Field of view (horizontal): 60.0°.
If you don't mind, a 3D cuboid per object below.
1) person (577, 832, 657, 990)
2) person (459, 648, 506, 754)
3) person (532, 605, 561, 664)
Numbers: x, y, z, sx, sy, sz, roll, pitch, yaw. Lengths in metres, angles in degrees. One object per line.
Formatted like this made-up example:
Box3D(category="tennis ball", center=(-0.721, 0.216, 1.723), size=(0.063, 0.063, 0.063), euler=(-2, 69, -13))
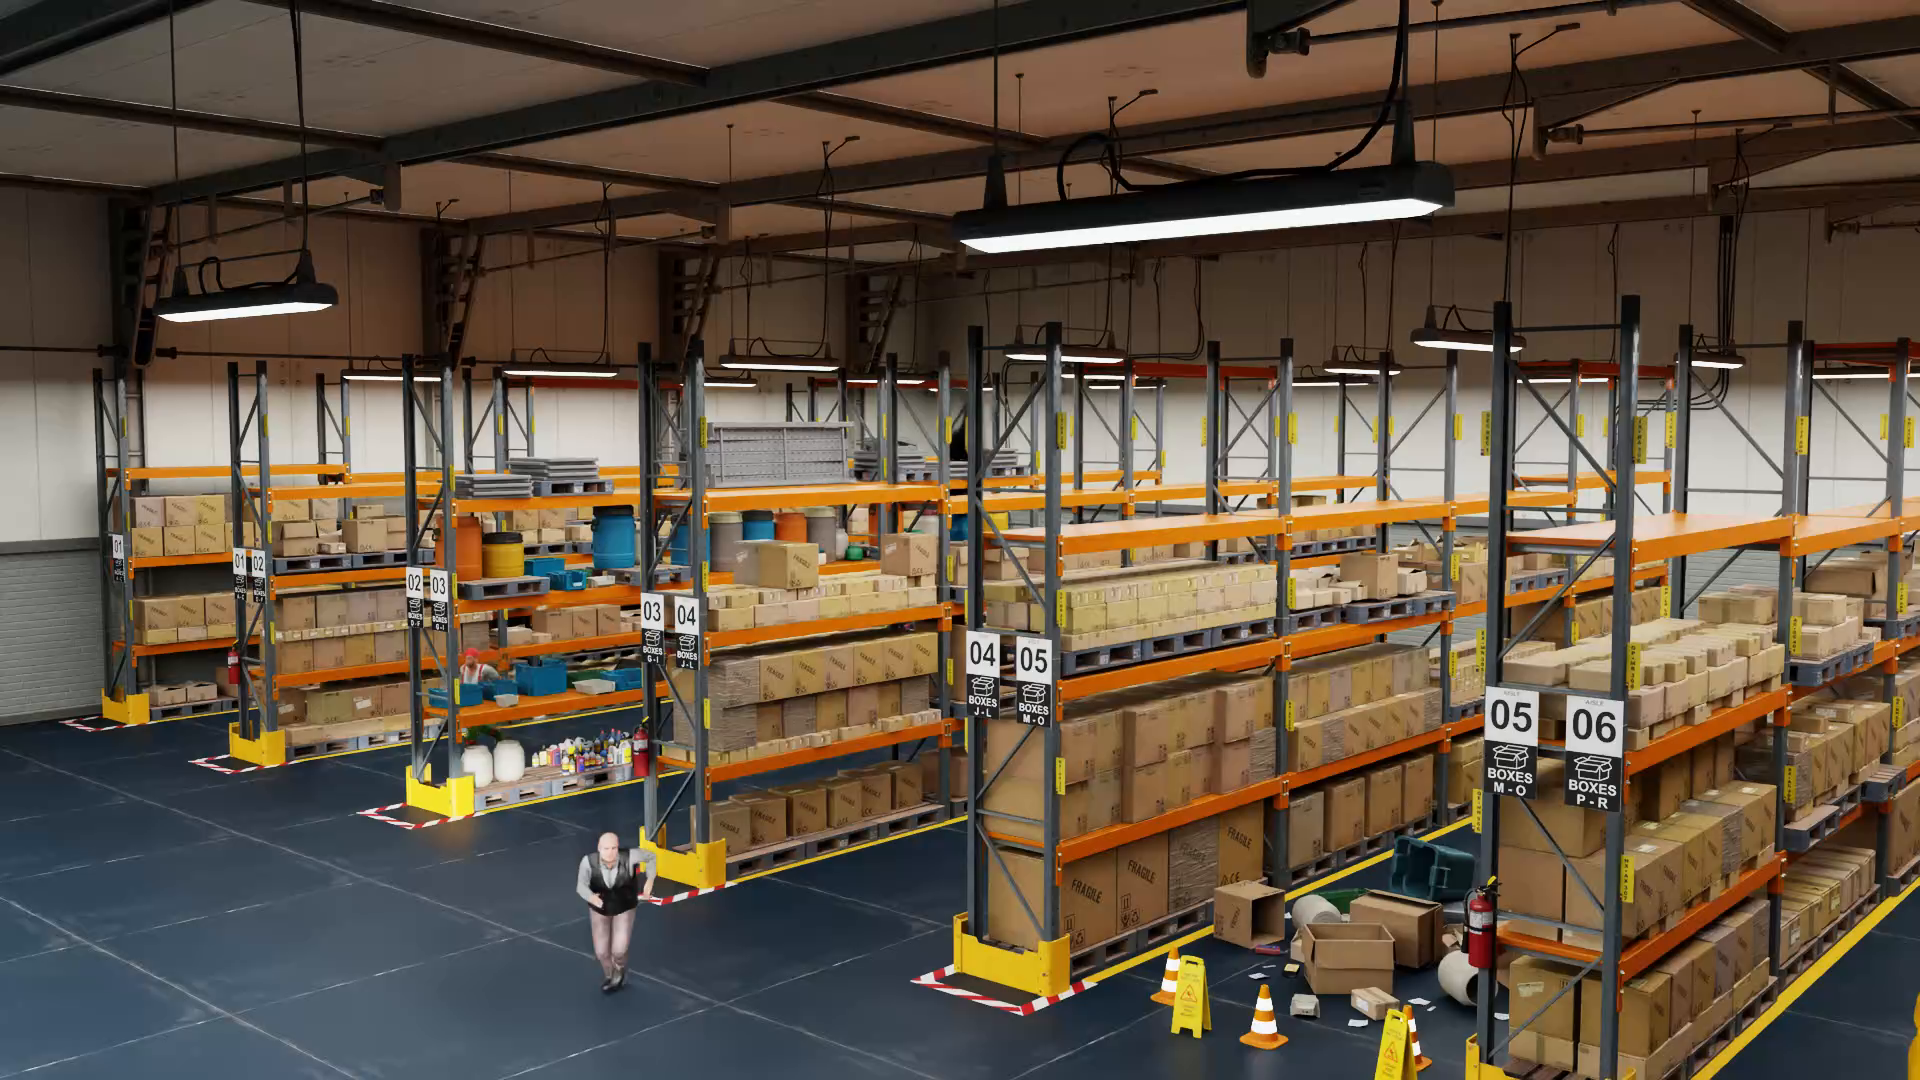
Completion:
Box3D(category="person", center=(-3.035, 3.299, 14.730), size=(0.688, 1.551, 0.886), euler=(-1, 4, -8))
Box3D(category="person", center=(-7.156, 2.463, 24.814), size=(0.658, 1.773, 1.135), euler=(2, 5, 23))
Box3D(category="person", center=(-8.006, 2.005, 32.204), size=(0.696, 1.590, 0.819), euler=(1, 4, 17))
